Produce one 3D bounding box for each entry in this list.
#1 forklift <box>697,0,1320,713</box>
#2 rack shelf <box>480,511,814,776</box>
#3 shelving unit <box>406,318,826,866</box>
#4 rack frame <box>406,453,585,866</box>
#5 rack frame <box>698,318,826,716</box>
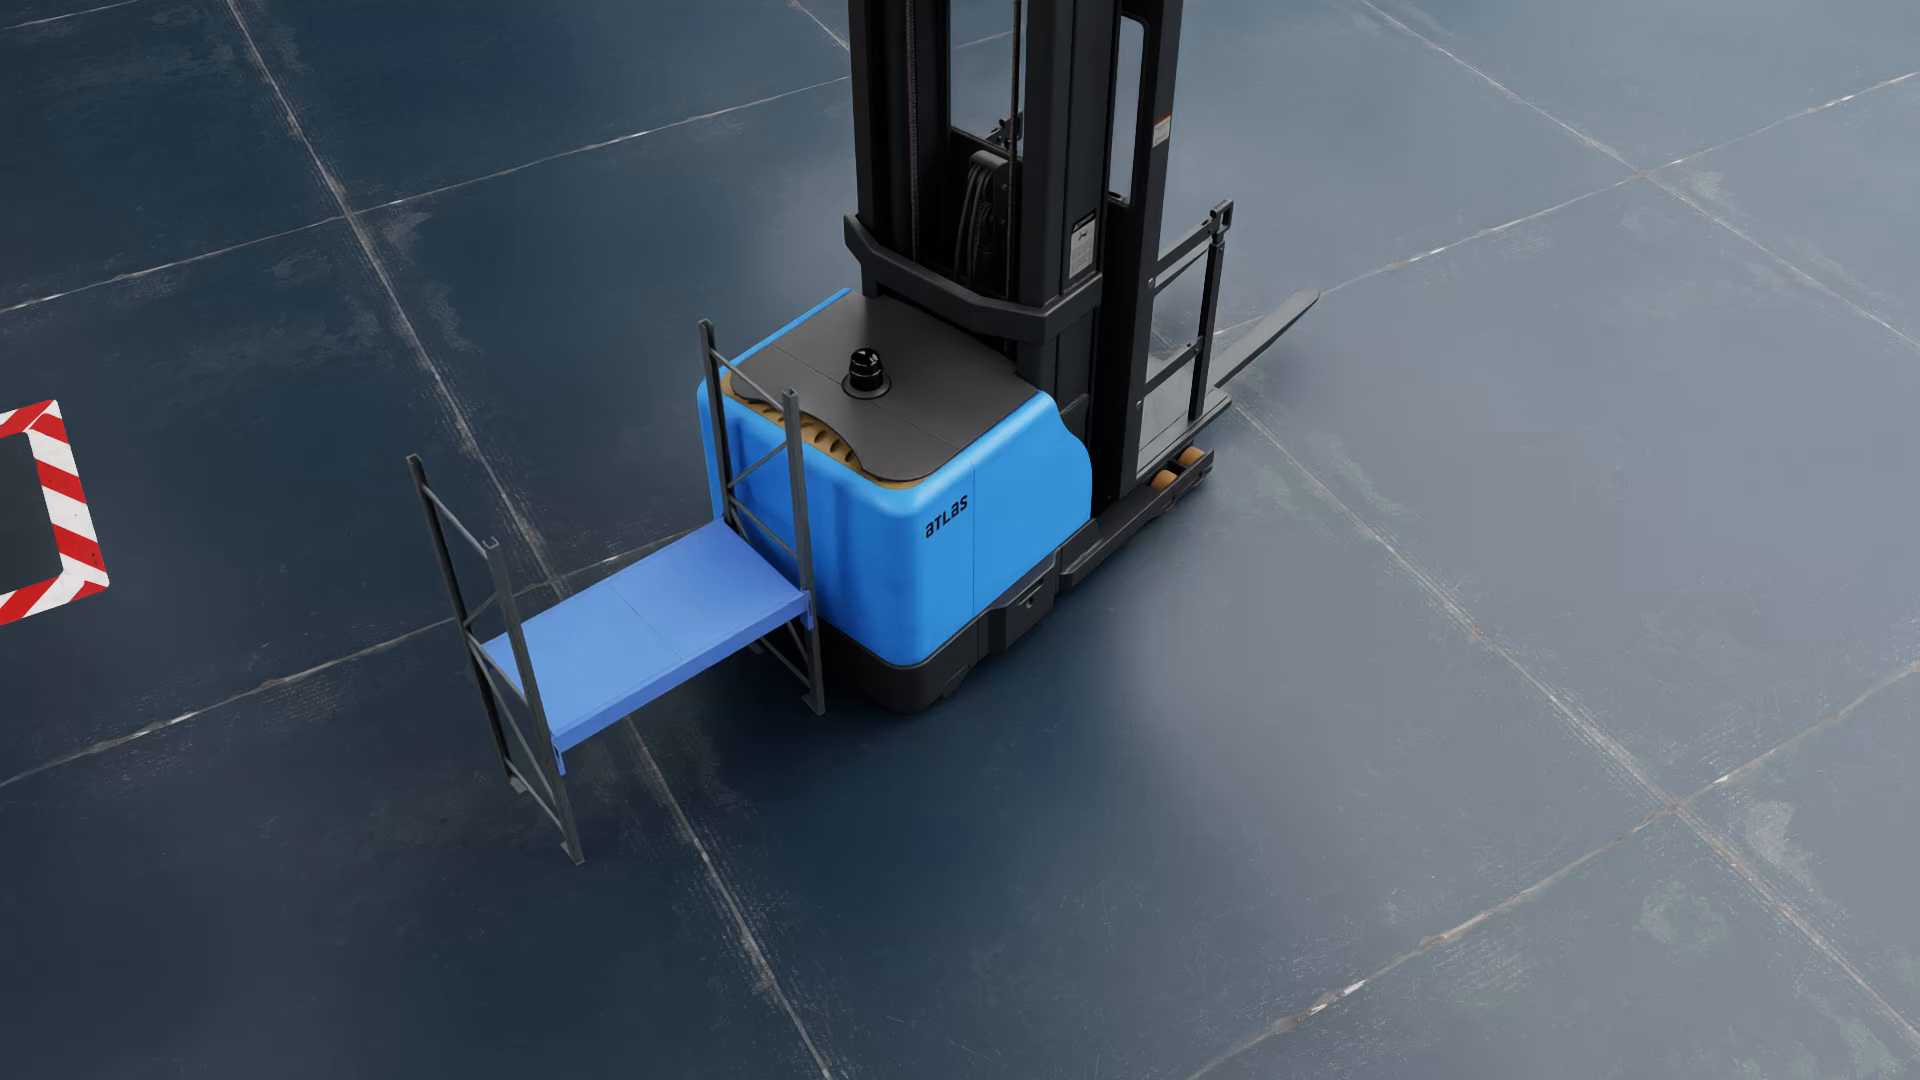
[{"bbox_3d":[-9.172,-2.426,7.145,17.602,2.935,13.267,31,52,28],"label":"forklift"},{"bbox_3d":[-1.054,0.325,5.597,1.000,0.185,0.538,-30,52,-28],"label":"rack shelf"},{"bbox_3d":[-1.054,0.196,5.472,1.048,1.500,0.538,-30,52,-28],"label":"shelving unit"},{"bbox_3d":[-1.442,0.424,5.236,0.032,1.500,0.500,-30,52,-28],"label":"rack frame"},{"bbox_3d":[-0.665,-0.033,5.707,0.032,1.500,0.500,-30,52,-28],"label":"rack frame"}]
